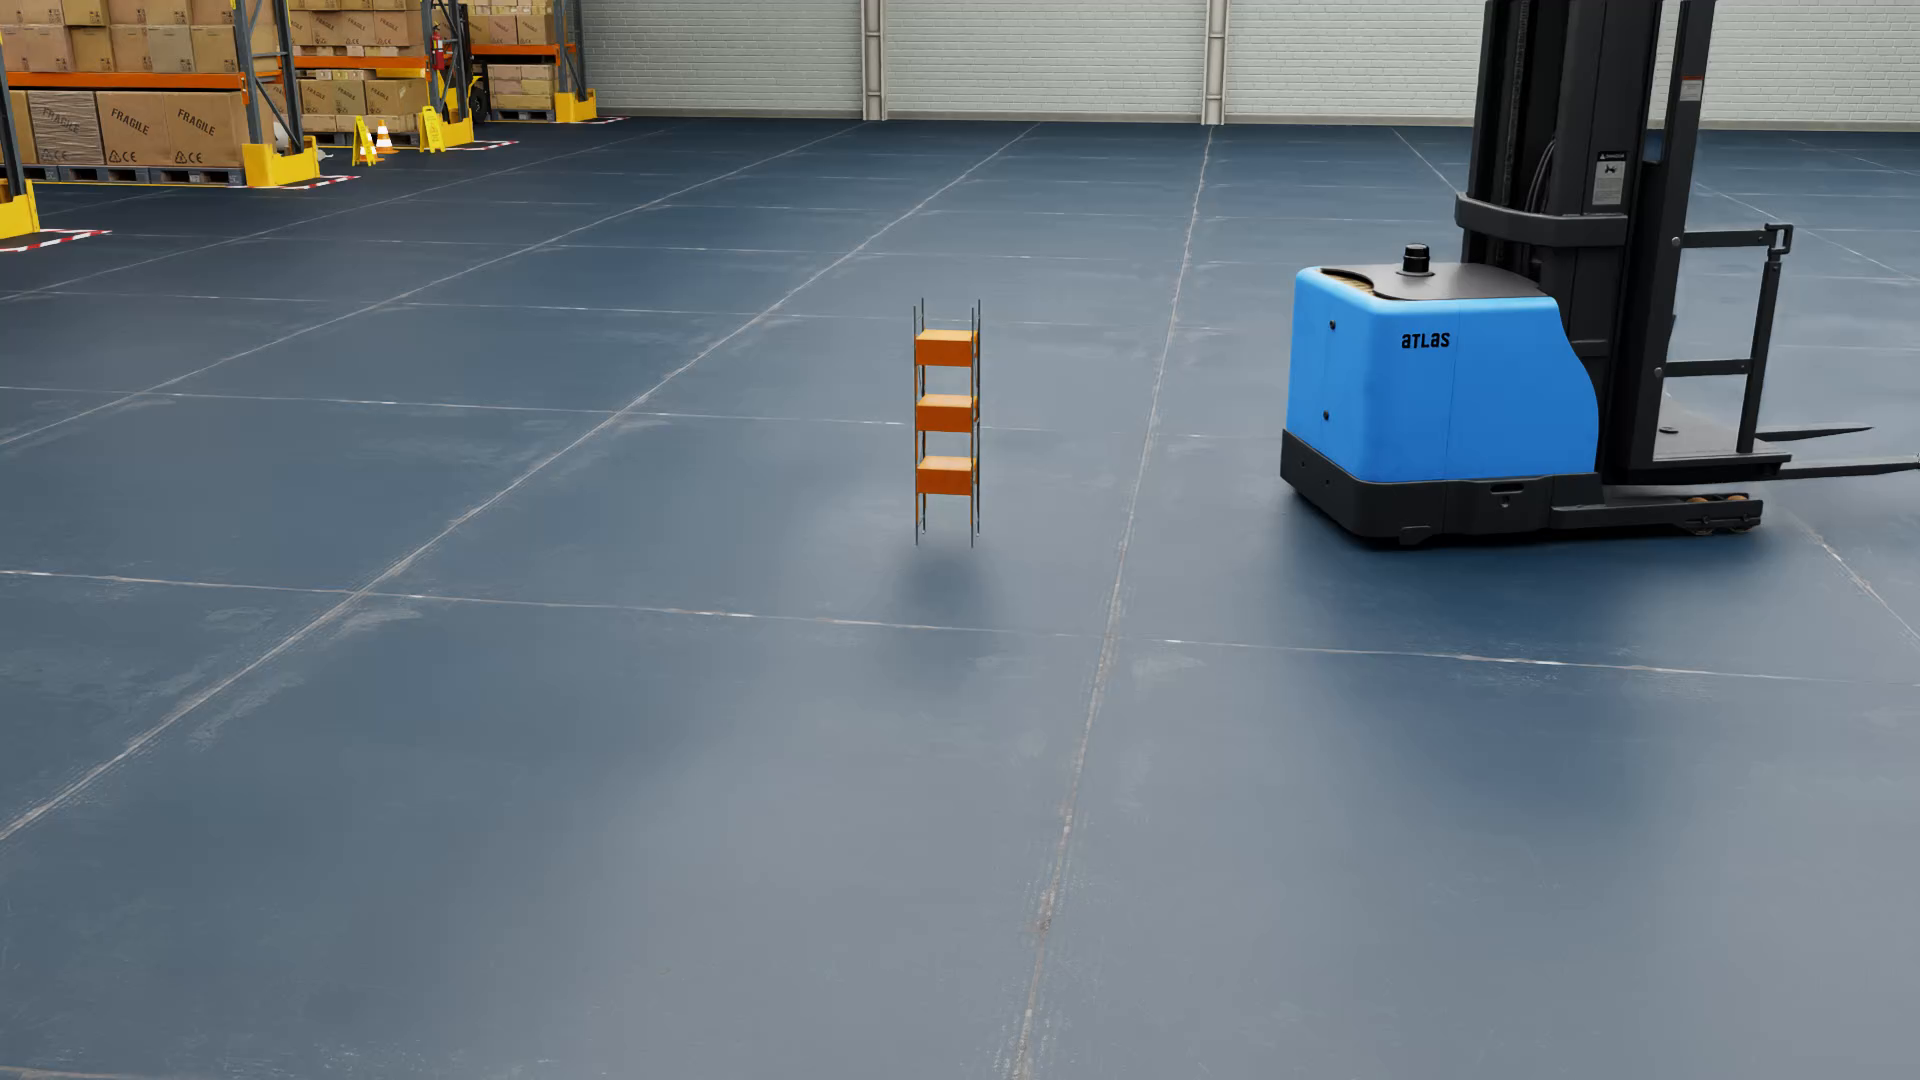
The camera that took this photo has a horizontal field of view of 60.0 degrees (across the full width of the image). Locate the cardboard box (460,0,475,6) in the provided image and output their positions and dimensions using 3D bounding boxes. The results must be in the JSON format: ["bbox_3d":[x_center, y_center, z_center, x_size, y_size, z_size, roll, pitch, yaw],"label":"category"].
[{"bbox_3d":[-8.563,-9.445,29.154,0.250,0.149,0.380,3,19,10],"label":"cardboard box"}]

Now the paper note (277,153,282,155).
[{"bbox_3d":[-9.747,-5.509,23.737,0.142,0.019,0.148,10,21,27],"label":"paper note"}]

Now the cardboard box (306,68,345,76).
[{"bbox_3d":[-11.366,-8.261,30.345,0.625,0.625,0.875,4,19,11],"label":"cardboard box"}]

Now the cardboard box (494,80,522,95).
[{"bbox_3d":[-7.923,-8.051,29.522,0.500,0.250,0.500,3,19,8],"label":"cardboard box"}]

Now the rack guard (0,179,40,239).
[{"bbox_3d":[-9.330,-3.122,15.846,0.348,0.500,1.175,3,19,9],"label":"rack guard"}]

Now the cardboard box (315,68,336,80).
[{"bbox_3d":[-9.396,-6.950,24.816,0.250,0.149,0.380,4,19,11],"label":"cardboard box"}]

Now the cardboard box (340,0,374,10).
[{"bbox_3d":[-8.721,-8.056,24.451,0.500,0.500,0.700,3,19,9],"label":"cardboard box"}]

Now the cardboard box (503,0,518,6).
[{"bbox_3d":[-7.798,-9.419,29.078,0.250,0.149,0.380,3,19,10],"label":"cardboard box"}]

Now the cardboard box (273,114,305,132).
[{"bbox_3d":[-10.040,-6.341,25.200,0.500,0.250,0.500,3,19,8],"label":"cardboard box"}]

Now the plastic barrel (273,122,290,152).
[{"bbox_3d":[-9.963,-5.816,24.019,0.512,0.421,0.421,-15,24,-38],"label":"plastic barrel"}]

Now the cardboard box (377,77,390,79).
[{"bbox_3d":[-8.976,-6.812,25.426,0.500,0.500,0.500,2,19,7],"label":"cardboard box"}]

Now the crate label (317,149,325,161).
[{"bbox_3d":[-8.939,-5.324,22.998,0.298,0.136,0.250,-7,20,-20],"label":"crate label"}]

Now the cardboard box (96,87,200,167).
[{"bbox_3d":[-9.918,-5.101,20.508,0.875,0.875,0.875,3,19,8],"label":"cardboard box"}]

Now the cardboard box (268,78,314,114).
[{"bbox_3d":[-10.051,-6.696,25.079,0.500,0.500,0.500,4,19,12],"label":"cardboard box"}]

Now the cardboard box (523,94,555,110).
[{"bbox_3d":[-7.414,-7.784,29.510,0.500,0.250,0.500,3,19,9],"label":"cardboard box"}]

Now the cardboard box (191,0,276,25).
[{"bbox_3d":[-8.729,-6.467,19.964,0.550,0.550,0.875,3,19,9],"label":"cardboard box"}]

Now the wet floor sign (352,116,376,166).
[{"bbox_3d":[-8.026,-5.355,22.290,0.232,0.644,0.267,0,19,-1],"label":"wet floor sign"}]

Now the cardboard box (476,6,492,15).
[{"bbox_3d":[-8.304,-9.299,29.187,0.250,0.149,0.380,2,19,7],"label":"cardboard box"}]

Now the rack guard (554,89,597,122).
[{"bbox_3d":[-6.876,-7.777,29.758,0.348,0.500,1.175,3,19,9],"label":"rack guard"}]

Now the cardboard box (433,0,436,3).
[{"bbox_3d":[-9.297,-9.512,29.356,0.250,0.149,0.380,3,19,8],"label":"cardboard box"}]

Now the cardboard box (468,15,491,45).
[{"bbox_3d":[-8.444,-9.008,29.341,0.500,0.500,0.500,3,19,8],"label":"cardboard box"}]

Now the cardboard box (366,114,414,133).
[{"bbox_3d":[-8.548,-6.261,24.960,0.500,0.250,0.500,3,19,8],"label":"cardboard box"}]

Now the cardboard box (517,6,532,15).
[{"bbox_3d":[-7.543,-9.252,29.047,0.250,0.149,0.380,3,19,10],"label":"cardboard box"}]

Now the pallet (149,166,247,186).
[{"bbox_3d":[-9.170,-4.546,20.557,1.213,0.211,1.003,3,19,9],"label":"pallet"}]

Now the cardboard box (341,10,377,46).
[{"bbox_3d":[-8.756,-7.565,24.557,0.500,0.500,0.500,3,19,9],"label":"cardboard box"}]

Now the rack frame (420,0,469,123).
[{"bbox_3d":[-7.683,-7.408,24.717,0.127,3.000,1.000,3,19,9],"label":"rack frame"}]

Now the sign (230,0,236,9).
[{"bbox_3d":[-8.468,-6.345,19.340,0.005,0.325,0.100,3,19,9],"label":"sign"}]

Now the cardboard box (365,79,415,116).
[{"bbox_3d":[-8.516,-6.618,24.844,0.500,0.500,0.500,3,19,9],"label":"cardboard box"}]

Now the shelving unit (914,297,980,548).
[{"bbox_3d":[-0.053,-0.501,7.145,0.252,1.050,0.215,3,19,9],"label":"shelving unit"}]

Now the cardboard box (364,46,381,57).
[{"bbox_3d":[-8.604,-7.239,24.606,0.250,0.149,0.380,3,19,8],"label":"cardboard box"}]

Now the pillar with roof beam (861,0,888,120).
[{"bbox_3d":[-2.203,-10.475,24.429,0.400,9.000,9.100,3,19,9],"label":"pillar with roof beam"}]

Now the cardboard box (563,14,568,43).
[{"bbox_3d":[-7.345,-9.123,29.684,0.500,0.500,0.500,4,19,10],"label":"cardboard box"}]

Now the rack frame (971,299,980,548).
[{"bbox_3d":[0.068,-0.494,7.126,0.008,1.050,0.200,3,19,9],"label":"rack frame"}]

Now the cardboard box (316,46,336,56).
[{"bbox_3d":[-9.360,-7.283,24.740,0.250,0.149,0.380,3,19,8],"label":"cardboard box"}]

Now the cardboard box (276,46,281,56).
[{"bbox_3d":[-10.111,-7.307,24.810,0.250,0.149,0.380,3,19,9],"label":"cardboard box"}]

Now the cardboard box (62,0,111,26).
[{"bbox_3d":[-10.362,-6.522,20.130,0.500,0.550,0.875,3,19,9],"label":"cardboard box"}]

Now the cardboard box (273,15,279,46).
[{"bbox_3d":[-10.249,-7.641,24.787,0.500,0.500,0.500,3,19,8],"label":"cardboard box"}]

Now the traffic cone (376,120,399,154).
[{"bbox_3d":[-8.312,-5.823,23.976,0.334,0.463,0.336,3,19,9],"label":"traffic cone"}]

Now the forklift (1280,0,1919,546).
[{"bbox_3d":[3.103,-1.572,7.381,3.031,2.935,1.130,-3,19,-9],"label":"forklift"}]

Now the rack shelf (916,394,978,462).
[{"bbox_3d":[-0.053,-0.491,7.148,0.240,0.259,0.215,3,19,9],"label":"rack shelf"}]

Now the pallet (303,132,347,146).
[{"bbox_3d":[-9.756,-6.204,25.512,1.213,0.211,1.003,3,19,9],"label":"pallet"}]

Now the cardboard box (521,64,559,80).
[{"bbox_3d":[-7.404,-8.258,29.354,0.500,0.250,0.500,4,19,10],"label":"cardboard box"}]

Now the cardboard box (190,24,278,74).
[{"bbox_3d":[-8.742,-5.928,20.057,0.550,0.550,0.875,3,19,9],"label":"cardboard box"}]

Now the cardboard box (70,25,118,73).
[{"bbox_3d":[-10.351,-6.030,20.362,0.500,0.550,0.875,3,19,9],"label":"cardboard box"}]

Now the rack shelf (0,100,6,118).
[{"bbox_3d":[-11.230,-4.063,15.853,4.000,0.370,1.077,3,19,9],"label":"rack shelf"}]

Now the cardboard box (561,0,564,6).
[{"bbox_3d":[-7.197,-9.544,29.450,0.250,0.149,0.380,3,19,8],"label":"cardboard box"}]
